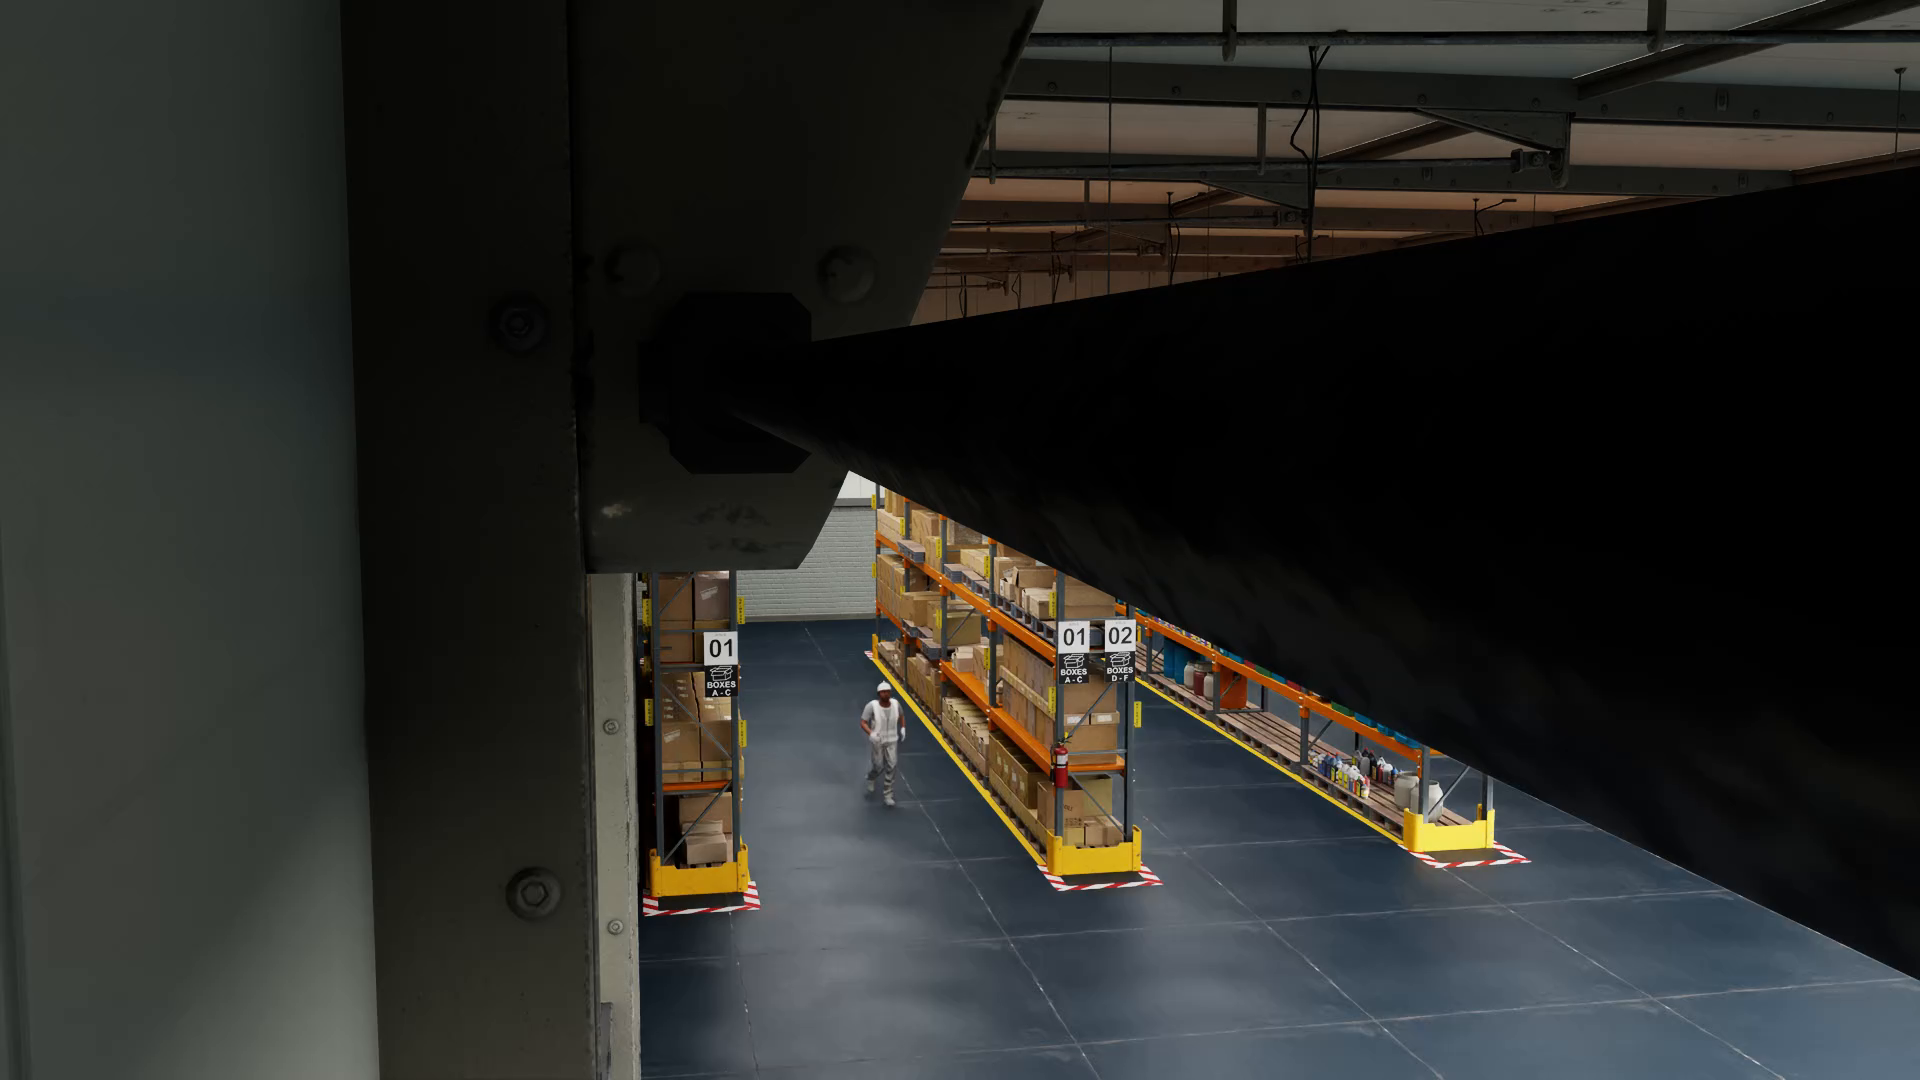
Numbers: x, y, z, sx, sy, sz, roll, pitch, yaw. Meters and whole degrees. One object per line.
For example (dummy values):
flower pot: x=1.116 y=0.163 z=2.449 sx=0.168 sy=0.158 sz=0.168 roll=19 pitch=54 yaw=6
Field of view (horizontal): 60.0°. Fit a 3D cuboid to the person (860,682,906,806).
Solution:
person: x=-1.118 y=2.956 z=24.409 sx=0.708 sy=1.773 sz=0.758 roll=-2 pitch=6 yaw=-21
